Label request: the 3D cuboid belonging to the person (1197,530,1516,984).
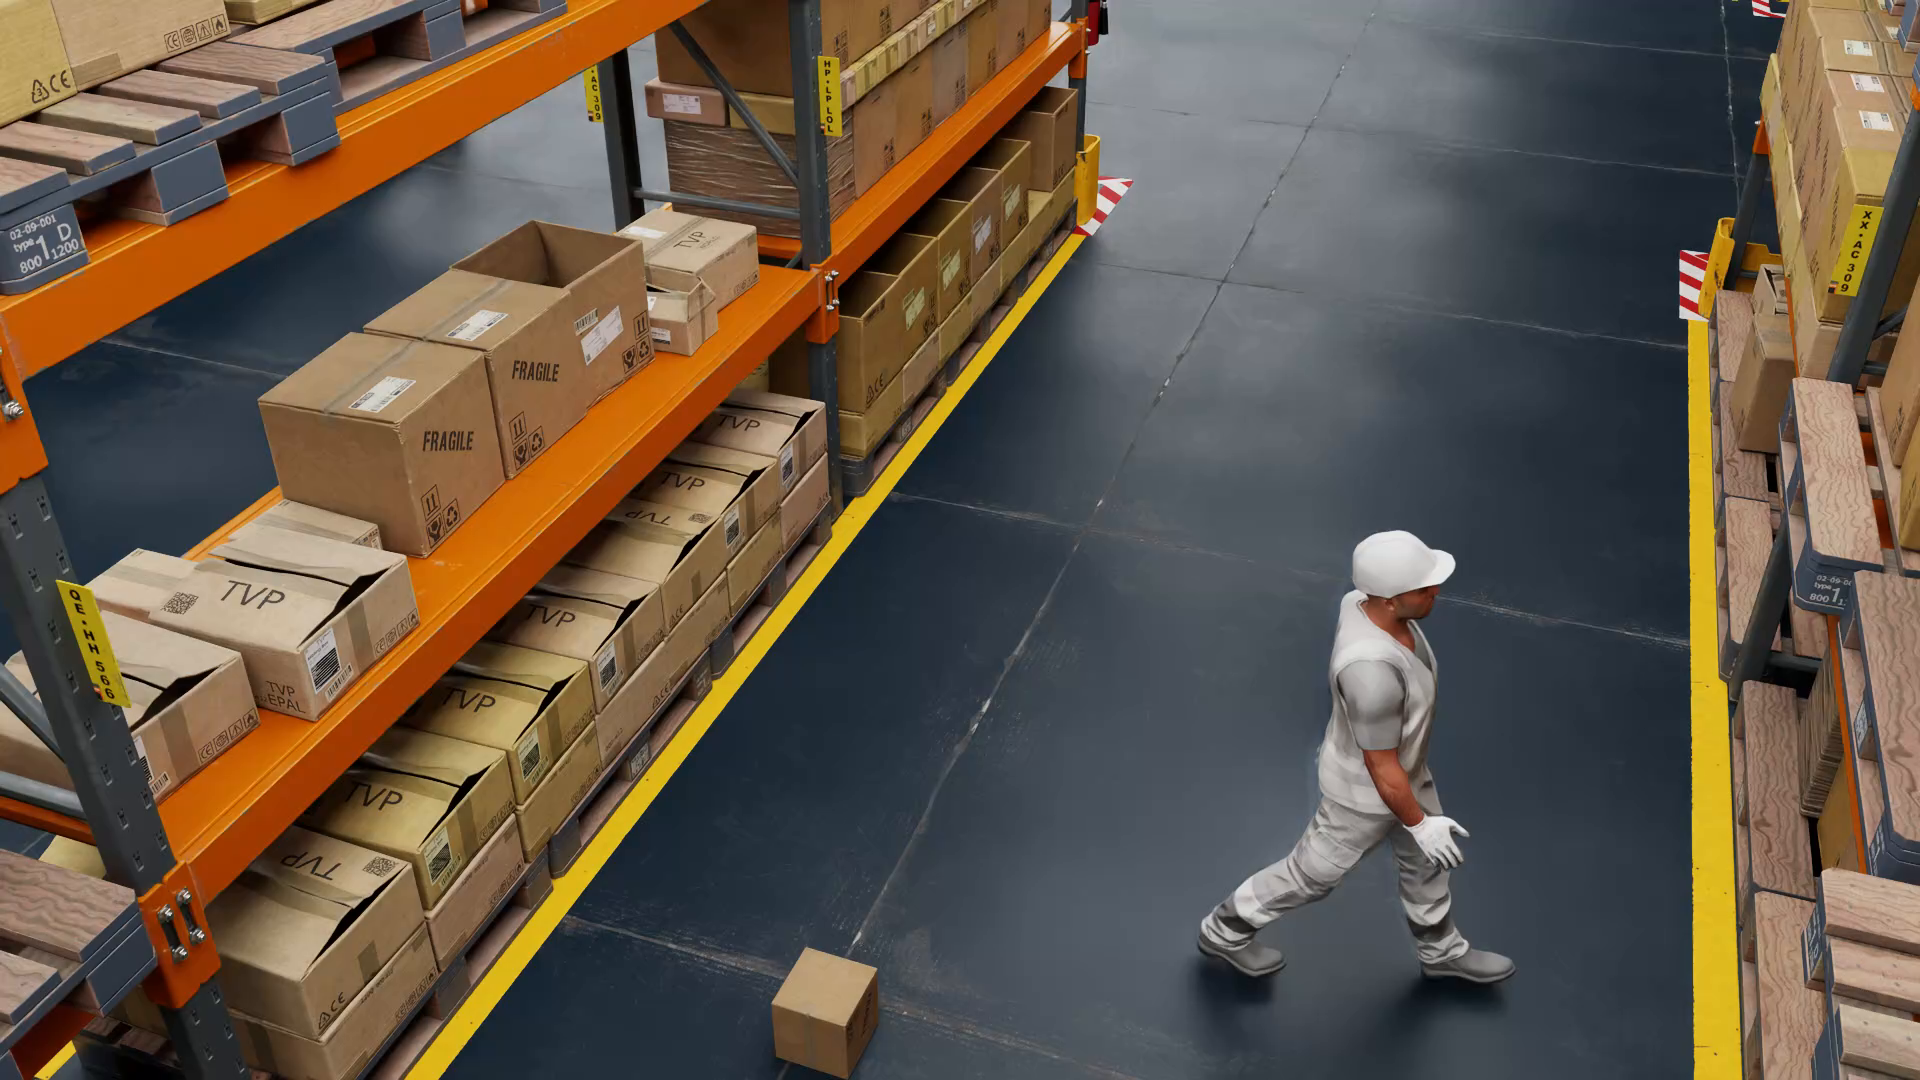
[{"bbox_3d":[1.285,0.721,5.012,1.009,1.748,0.544,12,35,17],"label":"person"}]
